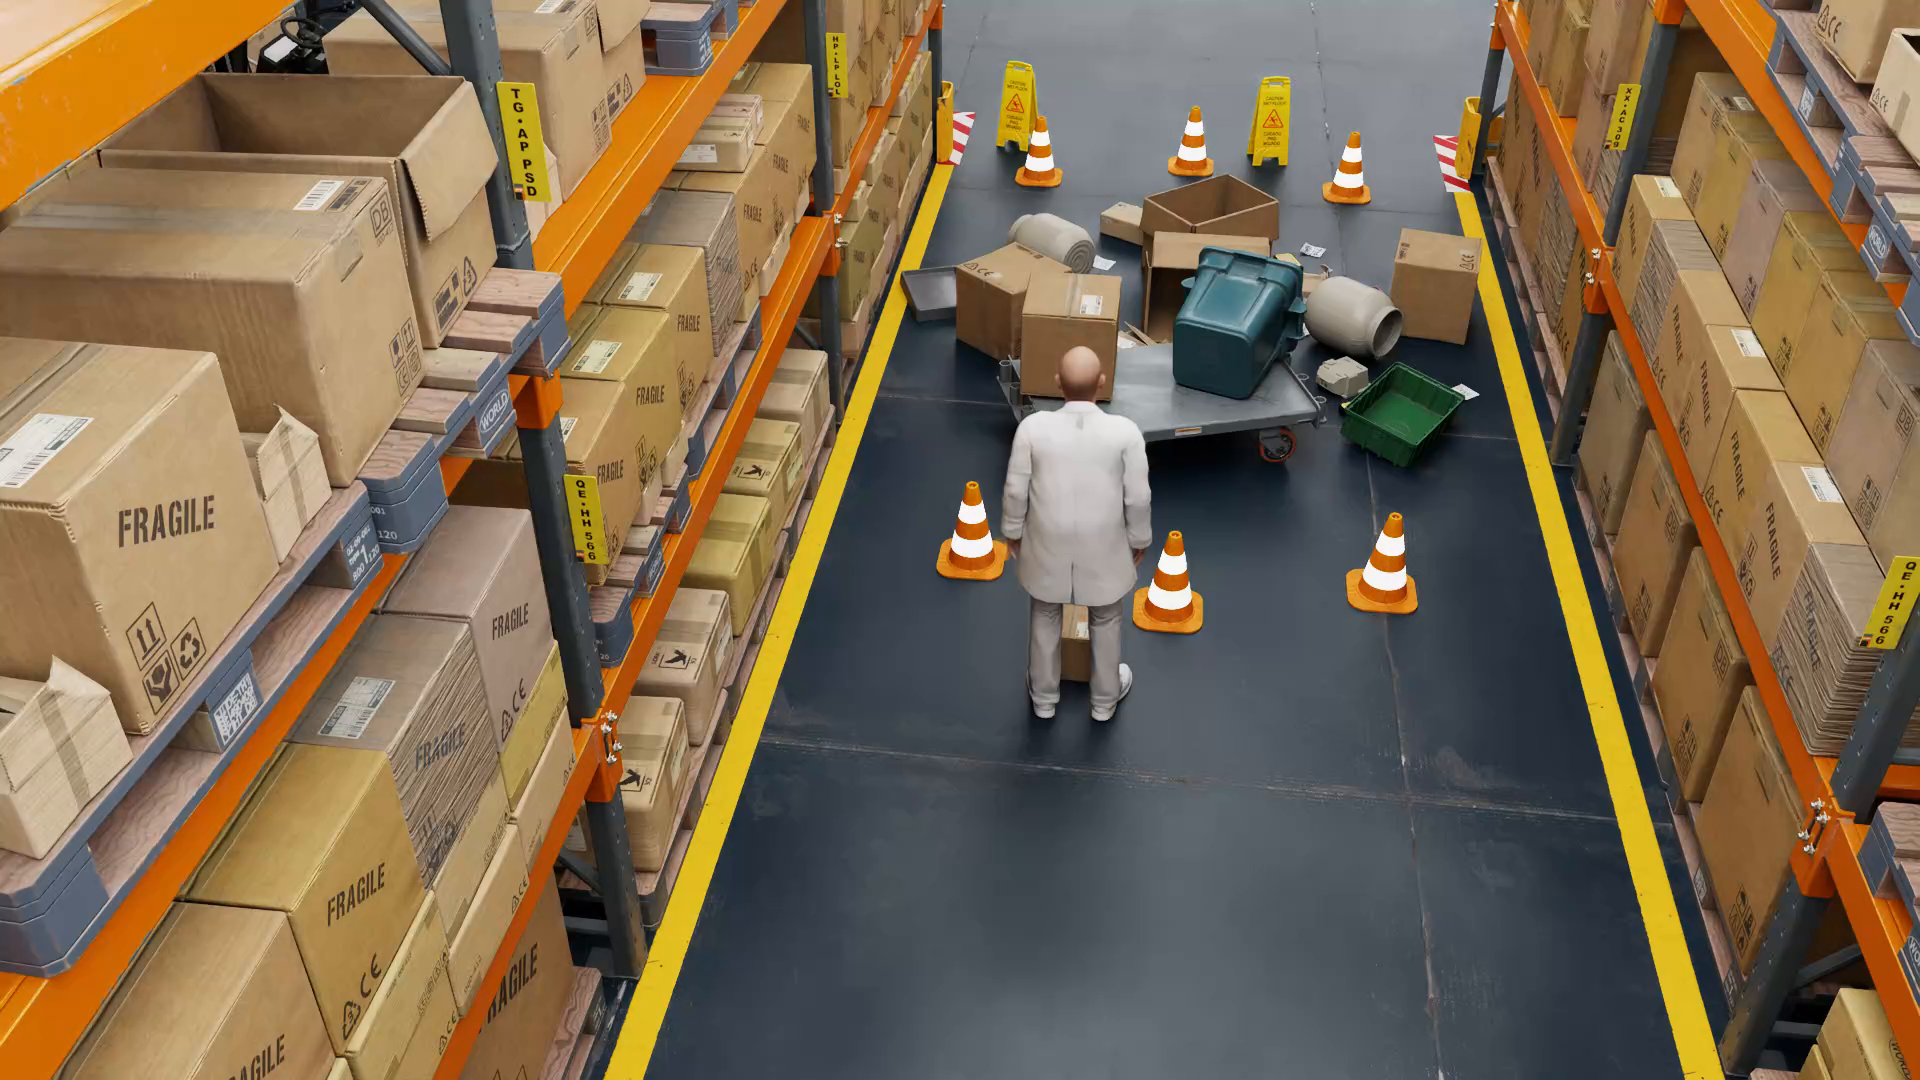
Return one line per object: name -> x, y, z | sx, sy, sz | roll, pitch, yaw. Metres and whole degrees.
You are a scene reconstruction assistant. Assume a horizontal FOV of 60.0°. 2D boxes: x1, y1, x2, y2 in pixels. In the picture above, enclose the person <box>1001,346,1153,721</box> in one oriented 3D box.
person -> 0.493, -0.003, 7.058 | 0.643, 1.774, 0.423 | 5, 36, 6
